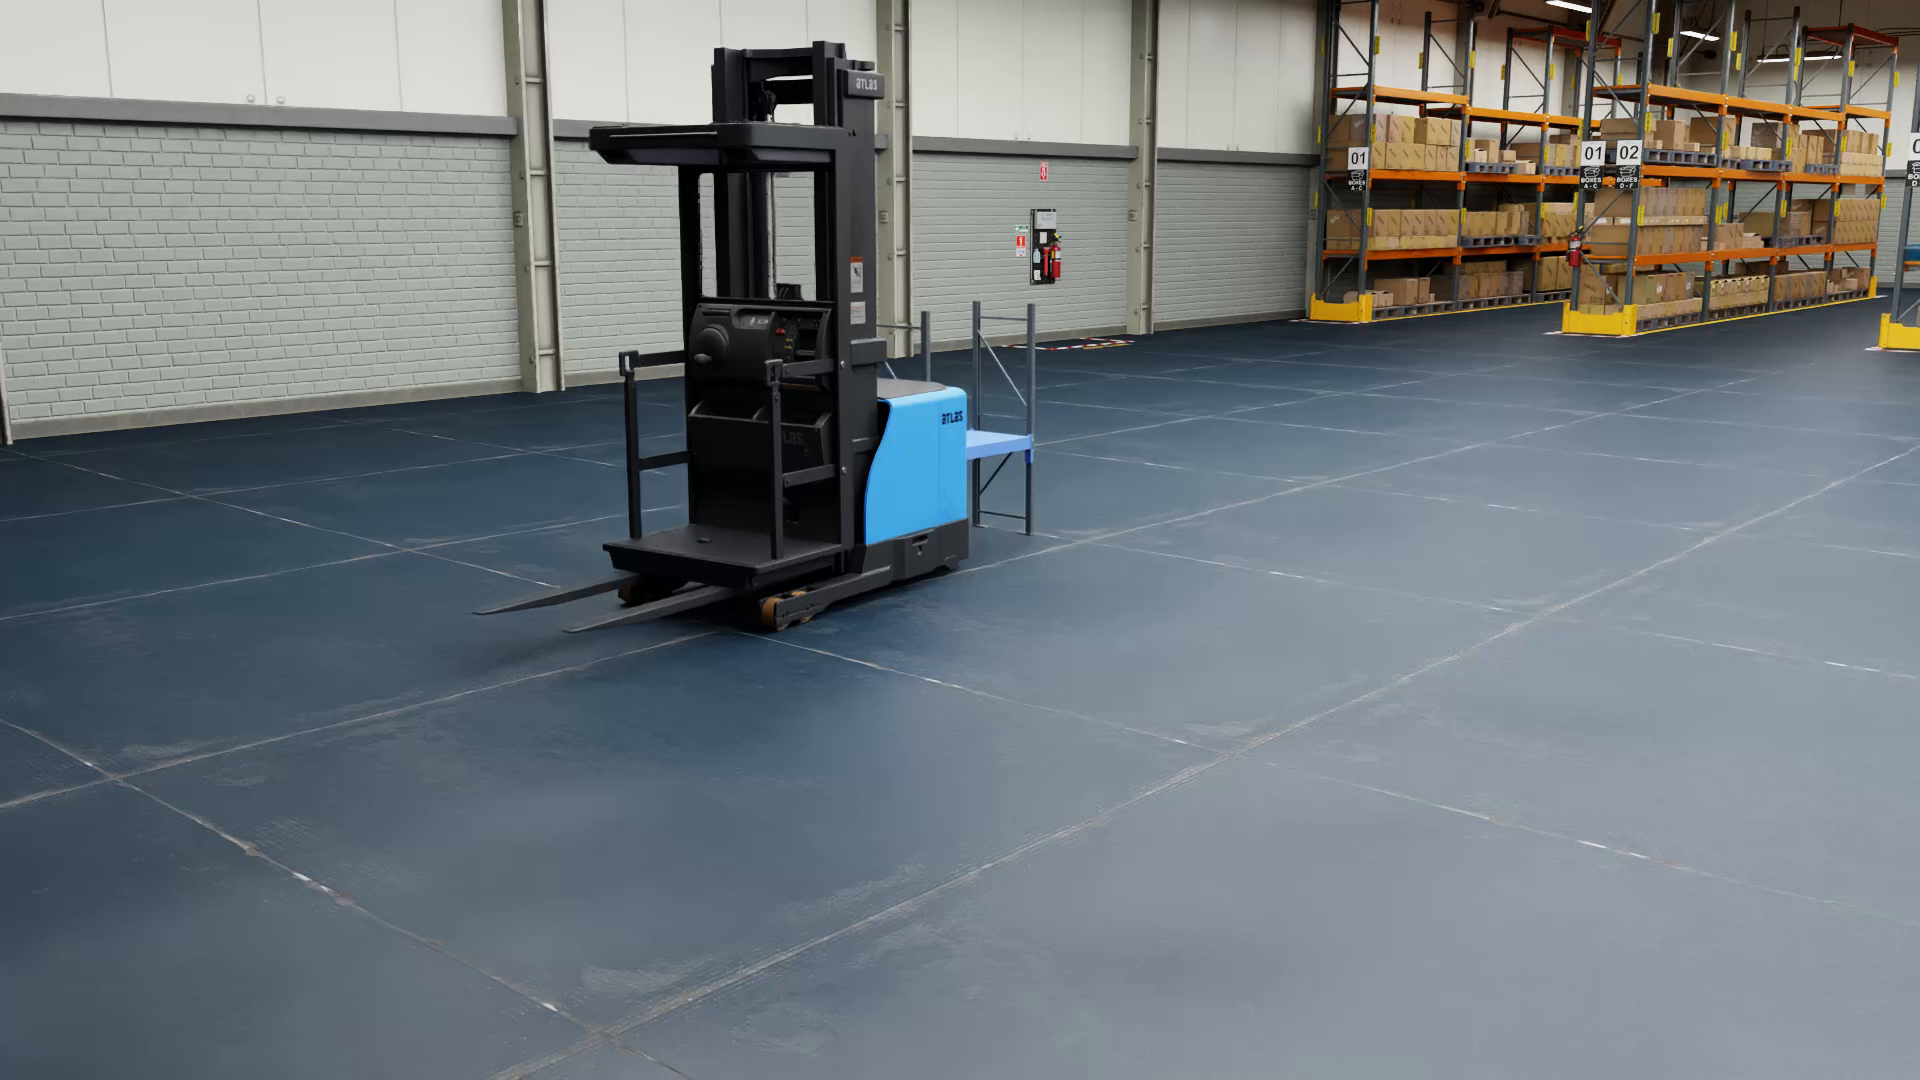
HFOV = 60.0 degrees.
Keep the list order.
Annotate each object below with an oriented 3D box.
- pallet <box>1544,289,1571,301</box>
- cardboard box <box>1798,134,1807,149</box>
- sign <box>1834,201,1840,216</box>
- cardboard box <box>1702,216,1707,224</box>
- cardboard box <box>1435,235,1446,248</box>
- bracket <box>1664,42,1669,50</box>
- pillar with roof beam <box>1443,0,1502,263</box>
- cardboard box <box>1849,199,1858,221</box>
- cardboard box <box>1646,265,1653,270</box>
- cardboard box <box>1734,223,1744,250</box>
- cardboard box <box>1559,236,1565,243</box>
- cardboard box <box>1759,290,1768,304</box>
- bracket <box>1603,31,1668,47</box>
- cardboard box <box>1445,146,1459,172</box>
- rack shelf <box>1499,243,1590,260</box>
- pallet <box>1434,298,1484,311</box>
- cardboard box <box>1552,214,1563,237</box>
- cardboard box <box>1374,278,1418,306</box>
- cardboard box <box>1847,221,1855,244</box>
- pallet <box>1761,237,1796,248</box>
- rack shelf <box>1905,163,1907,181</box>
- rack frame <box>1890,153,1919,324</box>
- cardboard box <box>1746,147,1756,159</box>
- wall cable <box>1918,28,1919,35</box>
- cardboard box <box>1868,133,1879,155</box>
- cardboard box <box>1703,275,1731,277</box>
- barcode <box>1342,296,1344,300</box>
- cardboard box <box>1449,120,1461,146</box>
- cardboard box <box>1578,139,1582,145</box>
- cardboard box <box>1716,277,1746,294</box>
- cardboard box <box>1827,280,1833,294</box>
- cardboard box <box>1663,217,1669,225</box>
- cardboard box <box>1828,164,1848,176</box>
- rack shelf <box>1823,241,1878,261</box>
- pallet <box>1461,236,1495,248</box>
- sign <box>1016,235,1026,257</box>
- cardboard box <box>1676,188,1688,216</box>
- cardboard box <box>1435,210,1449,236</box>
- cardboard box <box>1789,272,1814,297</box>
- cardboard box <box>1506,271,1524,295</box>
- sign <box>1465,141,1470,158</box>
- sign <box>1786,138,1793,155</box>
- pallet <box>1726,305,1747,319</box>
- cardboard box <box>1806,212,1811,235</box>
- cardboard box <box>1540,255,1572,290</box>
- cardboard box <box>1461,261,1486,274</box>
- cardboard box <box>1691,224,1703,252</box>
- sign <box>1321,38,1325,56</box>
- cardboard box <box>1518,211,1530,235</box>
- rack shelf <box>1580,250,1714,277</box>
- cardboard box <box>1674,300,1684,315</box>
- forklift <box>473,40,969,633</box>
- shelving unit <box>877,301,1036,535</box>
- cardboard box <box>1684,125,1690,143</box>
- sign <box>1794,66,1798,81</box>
[{"bbox_3d":[13.861,-5.746,38.939,1.003,0.211,1.213,10,15,40],"label":"pallet"},{"bbox_3d":[17.576,-8.290,35.320,0.600,0.600,0.600,9,14,38],"label":"cardboard box"},{"bbox_3d":[19.262,-7.273,36.512,0.100,0.325,0.005,10,15,40],"label":"sign"},{"bbox_3d":[13.543,-5.899,30.676,0.380,0.149,0.250,10,15,40],"label":"cardboard box"},{"bbox_3d":[9.418,-5.995,33.399,0.500,0.250,0.500,10,15,41],"label":"cardboard box"},{"bbox_3d":[18.885,-13.114,44.205,0.235,0.232,0.430,10,15,40],"label":"bracket"},{"bbox_3d":[14.204,-9.134,33.467,9.100,9.000,0.548,10,15,40],"label":"pillar with roof beam"},{"bbox_3d":[20.045,-7.501,37.798,0.500,0.500,0.500,9,15,39],"label":"cardboard box"},{"bbox_3d":[17.372,-6.869,42.755,0.700,0.500,0.500,10,15,40],"label":"cardboard box"},{"bbox_3d":[15.107,-5.988,32.779,0.500,0.500,0.500,9,14,37],"label":"cardboard box"},{"bbox_3d":[13.698,-6.926,38.320,0.380,0.149,0.250,10,15,41],"label":"cardboard box"},{"bbox_3d":[16.038,-4.937,33.718,0.500,0.250,0.500,10,15,42],"label":"cardboard box"},{"bbox_3d":[17.173,-12.733,42.295,0.076,0.066,4.783,10,15,40],"label":"bracket"},{"bbox_3d":[9.689,-7.663,33.453,0.500,0.500,0.500,10,15,42],"label":"cardboard box"},{"bbox_3d":[13.799,-6.770,38.783,1.077,0.370,4.000,10,15,40],"label":"rack shelf"},{"bbox_3d":[10.351,-4.987,35.140,1.003,0.211,1.213,10,15,40],"label":"pallet"},{"bbox_3d":[13.344,-7.147,37.770,0.500,0.500,0.500,10,15,42],"label":"cardboard box"},{"bbox_3d":[8.620,-4.917,32.927,0.700,0.500,0.500,9,14,37],"label":"cardboard box"},{"bbox_3d":[20.051,-7.015,37.917,0.500,0.500,0.500,10,15,40],"label":"cardboard box"},{"bbox_3d":[16.597,-6.203,34.599,1.213,0.211,1.003,10,15,40],"label":"pallet"},{"bbox_3d":[15.960,-5.783,26.183,1.077,0.370,4.000,10,15,40],"label":"rack shelf"},{"bbox_3d":[14.639,-4.370,24.933,1.000,3.000,0.127,10,15,40],"label":"rack frame"},{"bbox_3d":[15.226,-7.555,32.533,0.500,0.250,0.500,9,15,39],"label":"cardboard box"},{"bbox_3d":[26.118,-14.167,42.089,3.097,2.526,0.112,10,15,40],"label":"wall cable"},{"bbox_3d":[21.156,-9.298,39.138,0.700,0.500,0.500,10,15,40],"label":"cardboard box"},{"bbox_3d":[15.295,-5.203,33.620,0.500,0.311,0.500,9,15,39],"label":"cardboard box"},{"bbox_3d":[7.433,-4.697,32.289,0.001,0.075,0.075,10,15,40],"label":"barcode"},{"bbox_3d":[9.711,-8.151,33.345,0.500,0.500,0.500,8,14,36],"label":"cardboard box"},{"bbox_3d":[14.439,-9.408,39.202,0.500,0.250,0.500,-11,16,-43],"label":"cardboard box"},{"bbox_3d":[15.035,-4.987,32.539,0.500,0.311,0.500,10,15,42],"label":"cardboard box"},{"bbox_3d":[19.282,-5.708,37.371,0.500,0.311,0.500,10,15,40],"label":"cardboard box"},{"bbox_3d":[12.191,-5.598,29.169,0.380,0.149,0.250,10,15,40],"label":"cardboard box"},{"bbox_3d":[19.349,-8.214,36.901,0.500,0.250,0.500,10,15,40],"label":"cardboard box"},{"bbox_3d":[20.163,-6.718,38.525,1.077,0.370,4.000,10,15,40],"label":"rack shelf"},{"bbox_3d":[10.452,-6.239,34.780,1.003,0.211,1.213,10,15,40],"label":"pallet"},{"bbox_3d":[0.947,-4.574,25.862,0.001,0.329,0.234,10,15,40],"label":"sign"},{"bbox_3d":[12.610,-6.071,29.879,0.700,0.500,0.500,10,15,40],"label":"cardboard box"},{"bbox_3d":[9.433,-6.360,33.312,0.500,0.500,0.500,10,15,40],"label":"cardboard box"},{"bbox_3d":[18.068,-5.512,35.907,0.500,0.500,0.500,10,15,41],"label":"cardboard box"},{"bbox_3d":[12.042,-5.705,36.877,0.700,0.500,0.500,10,15,41],"label":"cardboard box"},{"bbox_3d":[10.251,-7.895,33.603,0.100,0.325,0.005,10,15,40],"label":"sign"},{"bbox_3d":[16.614,-7.879,33.318,0.100,0.325,0.005,10,15,40],"label":"sign"},{"bbox_3d":[14.824,-4.526,32.833,1.003,0.211,1.213,10,15,40],"label":"pallet"},{"bbox_3d":[18.362,-6.991,36.727,0.700,0.500,0.500,4,12,21],"label":"cardboard box"},{"bbox_3d":[13.646,-6.199,38.507,0.750,0.750,0.750,10,15,40],"label":"cardboard box"},{"bbox_3d":[10.940,-5.850,35.686,0.500,0.250,0.500,9,15,39],"label":"cardboard box"},{"bbox_3d":[13.273,-5.583,30.748,0.700,0.500,0.500,9,15,39],"label":"cardboard box"},{"bbox_3d":[6.794,-9.203,31.026,0.100,0.325,0.005,10,15,40],"label":"sign"},{"bbox_3d":[12.176,-7.022,36.834,0.700,0.500,0.500,8,14,34],"label":"cardboard box"},{"bbox_3d":[12.241,-4.953,29.686,1.077,0.370,4.000,10,15,40],"label":"rack shelf"},{"bbox_3d":[12.763,-4.213,30.094,0.500,0.250,0.500,10,15,40],"label":"cardboard box"},{"bbox_3d":[-1.185,-1.087,8.668,1.130,2.935,3.031,8,14,33],"label":"forklift"},{"bbox_3d":[-0.048,-0.726,10.518,0.538,1.500,1.048,9,15,40],"label":"shelving unit"},{"bbox_3d":[13.031,-7.354,30.530,0.500,0.500,0.500,-11,15,-43],"label":"cardboard box"},{"bbox_3d":[18.447,-10.288,36.660,0.100,0.325,0.005,10,15,40],"label":"sign"}]
